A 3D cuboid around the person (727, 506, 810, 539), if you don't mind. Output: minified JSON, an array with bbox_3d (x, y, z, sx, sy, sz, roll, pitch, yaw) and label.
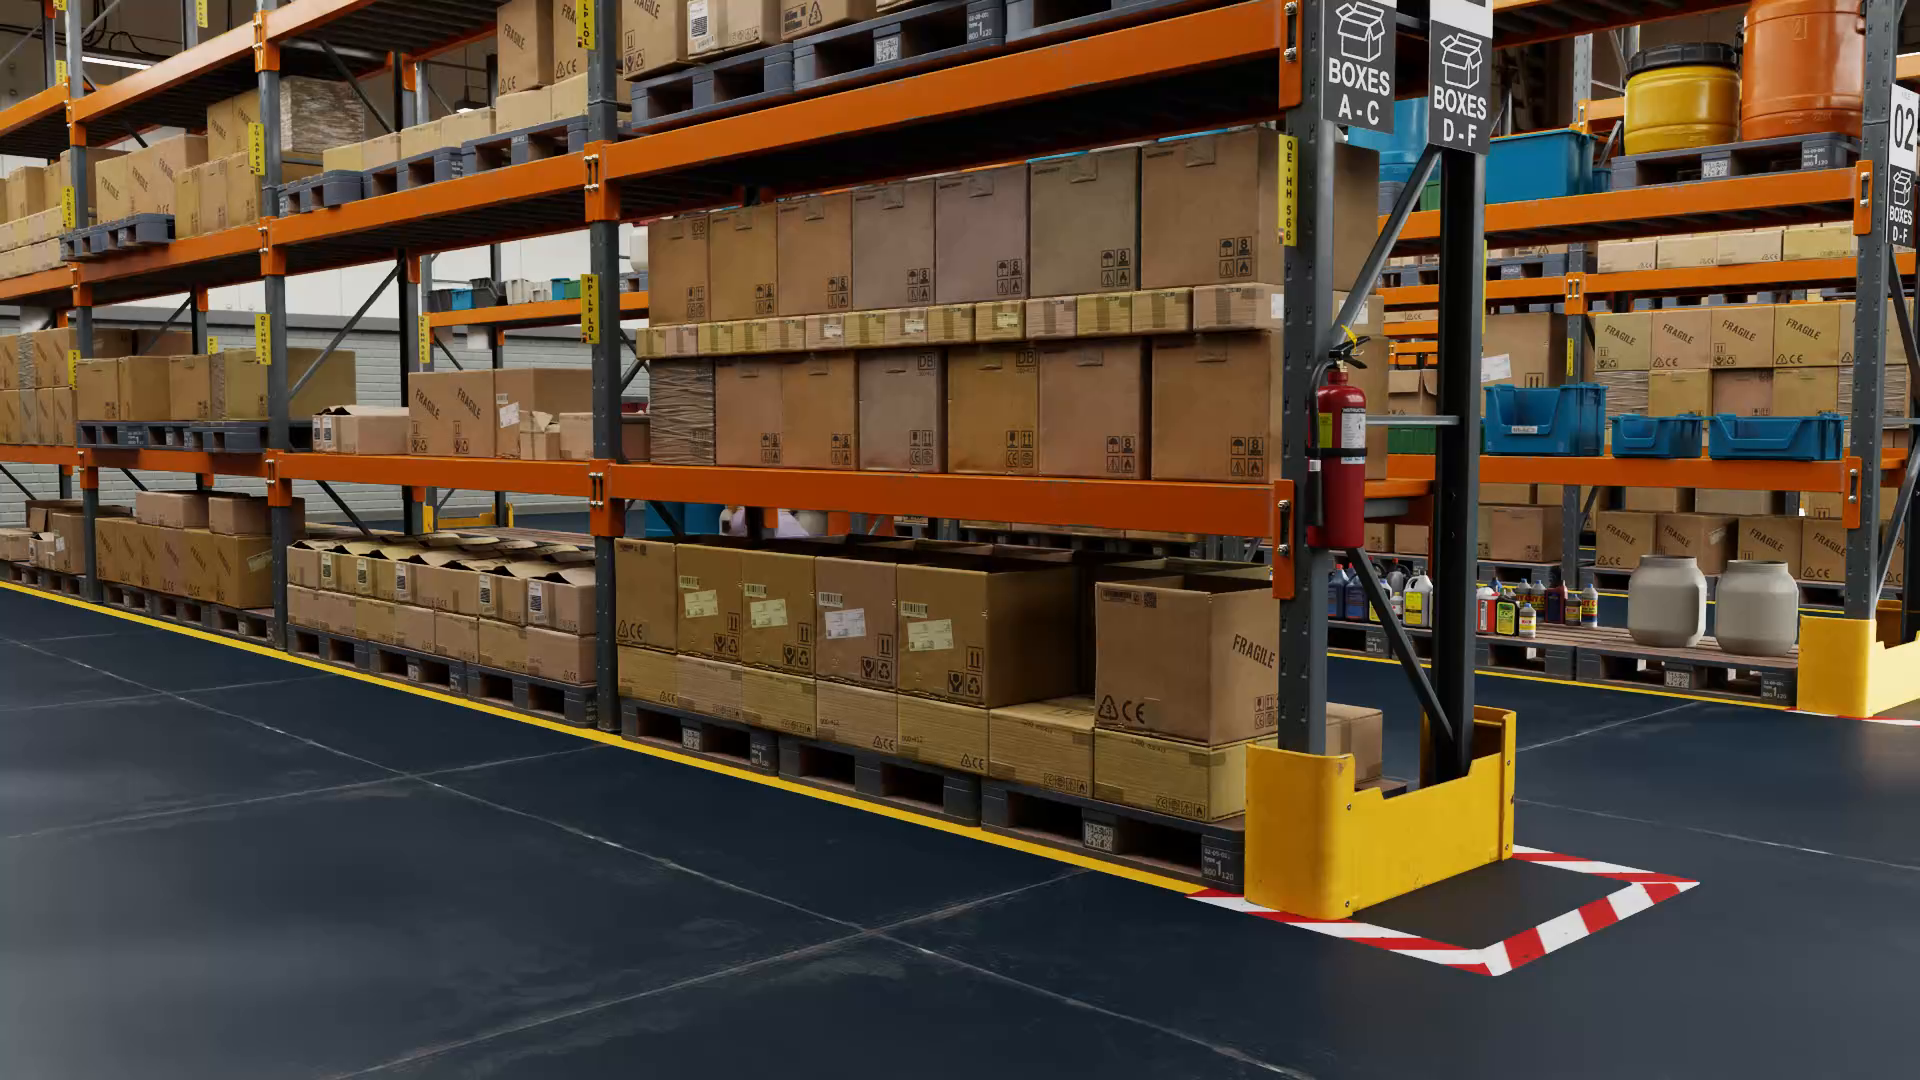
[{"bbox_3d":[-1.217,0.197,10.801,0.538,1.099,0.768,-4,6,-44],"label":"person"}]
